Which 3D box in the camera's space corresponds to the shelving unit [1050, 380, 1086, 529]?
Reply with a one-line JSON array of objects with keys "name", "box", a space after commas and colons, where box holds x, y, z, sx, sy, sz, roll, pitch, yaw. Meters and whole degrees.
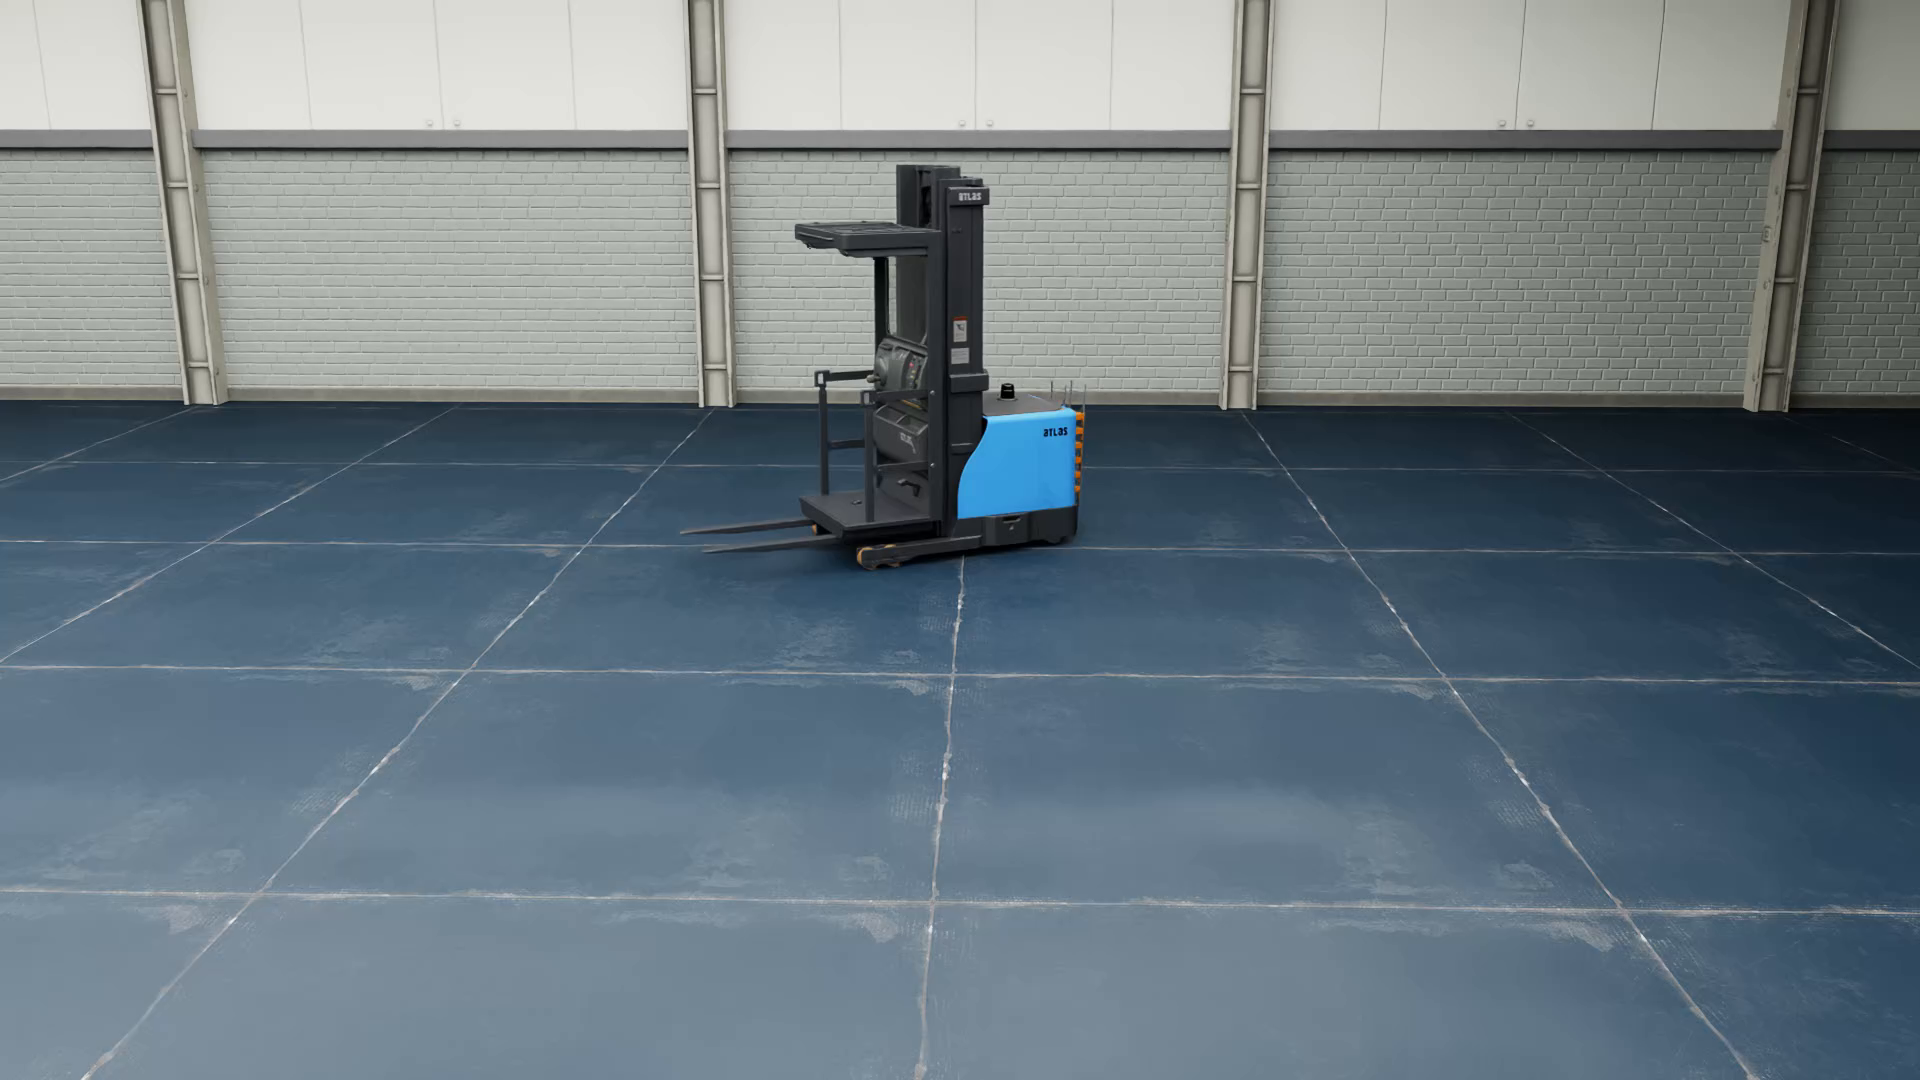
[{"name": "shelving unit", "box": [0.855, -0.693, 13.599, 0.189, 1.200, 0.258, -5, 15, -27]}]

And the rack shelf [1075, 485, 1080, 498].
[{"name": "rack shelf", "box": [0.844, -0.417, 13.666, 0.180, 0.103, 0.258, -5, 15, -27]}]

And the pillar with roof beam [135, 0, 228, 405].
[{"name": "pillar with roof beam", "box": [-8.912, -4.862, 14.127, 0.400, 9.000, 9.100, 0, 15, 1]}]

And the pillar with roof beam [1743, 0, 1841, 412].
[{"name": "pillar with roof beam", "box": [9.082, -4.744, 13.683, 0.400, 9.000, 9.100, 0, 15, 1]}]

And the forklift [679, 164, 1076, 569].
[{"name": "forklift", "box": [-0.637, -1.350, 12.709, 3.031, 2.935, 1.130, -7, 16, -24]}]

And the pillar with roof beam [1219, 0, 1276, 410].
[{"name": "pillar with roof beam", "box": [3.084, -4.783, 13.831, 0.400, 9.000, 9.100, 0, 15, 1]}]

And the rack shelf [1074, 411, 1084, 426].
[{"name": "rack shelf", "box": [0.868, -0.999, 13.525, 0.180, 0.103, 0.258, -5, 15, -27]}]

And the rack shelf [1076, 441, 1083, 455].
[{"name": "rack shelf", "box": [0.858, -0.766, 13.581, 0.180, 0.103, 0.258, -5, 15, -27]}]

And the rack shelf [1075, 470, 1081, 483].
[{"name": "rack shelf", "box": [0.848, -0.533, 13.638, 0.180, 0.103, 0.258, -5, 15, -27]}]

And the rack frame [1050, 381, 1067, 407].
[{"name": "rack frame", "box": [0.773, -0.686, 13.558, 0.006, 1.200, 0.240, -5, 15, -27]}]

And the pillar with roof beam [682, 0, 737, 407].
[{"name": "pillar with roof beam", "box": [-2.914, -4.823, 13.979, 0.400, 9.000, 9.100, 0, 15, 1]}]

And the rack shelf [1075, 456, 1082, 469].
[{"name": "rack shelf", "box": [0.853, -0.650, 13.609, 0.180, 0.103, 0.258, -5, 15, -27]}]

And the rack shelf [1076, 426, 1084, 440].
[{"name": "rack shelf", "box": [0.863, -0.883, 13.553, 0.180, 0.103, 0.258, -5, 15, -27]}]

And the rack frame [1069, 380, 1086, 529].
[{"name": "rack frame", "box": [0.937, -0.699, 13.640, 0.006, 1.200, 0.240, -5, 15, -27]}]
